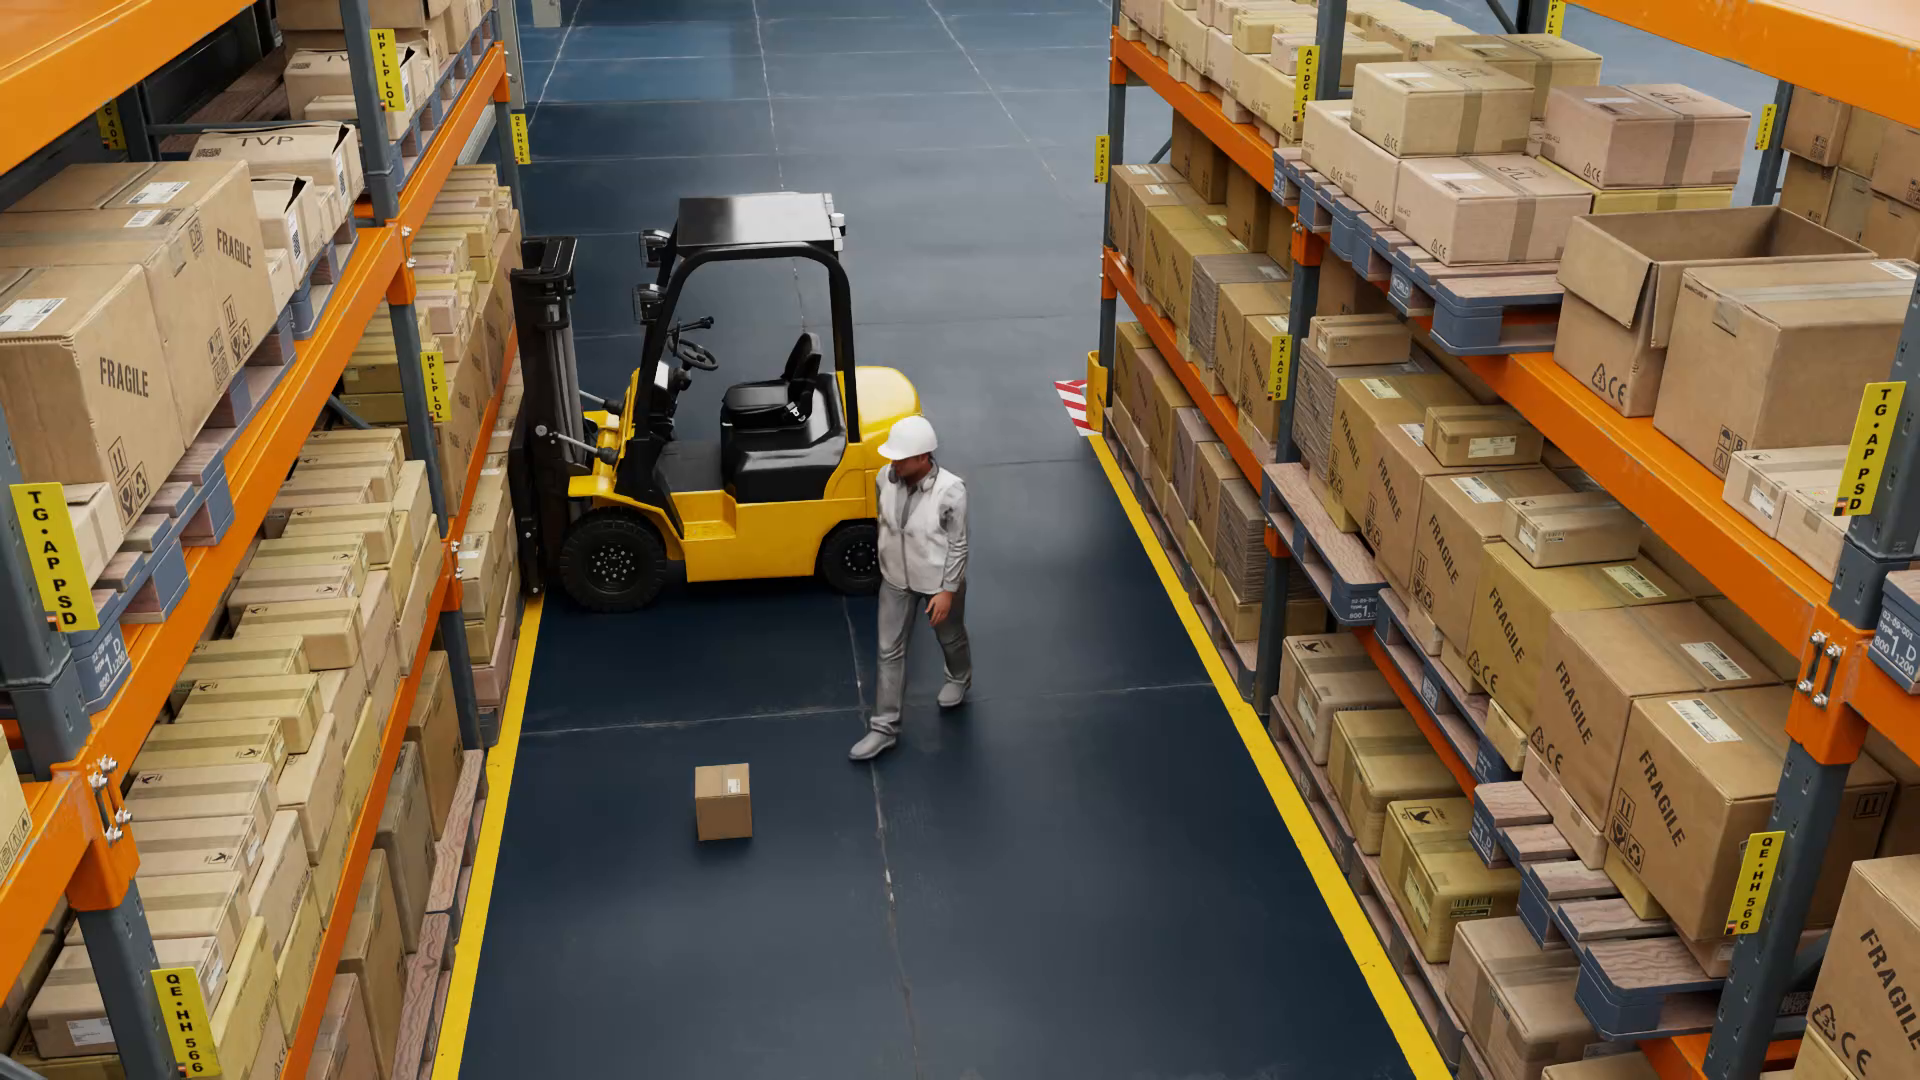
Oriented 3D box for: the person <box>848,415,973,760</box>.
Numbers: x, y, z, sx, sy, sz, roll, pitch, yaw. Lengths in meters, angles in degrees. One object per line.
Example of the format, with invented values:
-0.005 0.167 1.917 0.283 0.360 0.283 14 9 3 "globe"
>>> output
-0.210 0.182 8.210 0.552 1.722 0.948 11 29 20 "person"
